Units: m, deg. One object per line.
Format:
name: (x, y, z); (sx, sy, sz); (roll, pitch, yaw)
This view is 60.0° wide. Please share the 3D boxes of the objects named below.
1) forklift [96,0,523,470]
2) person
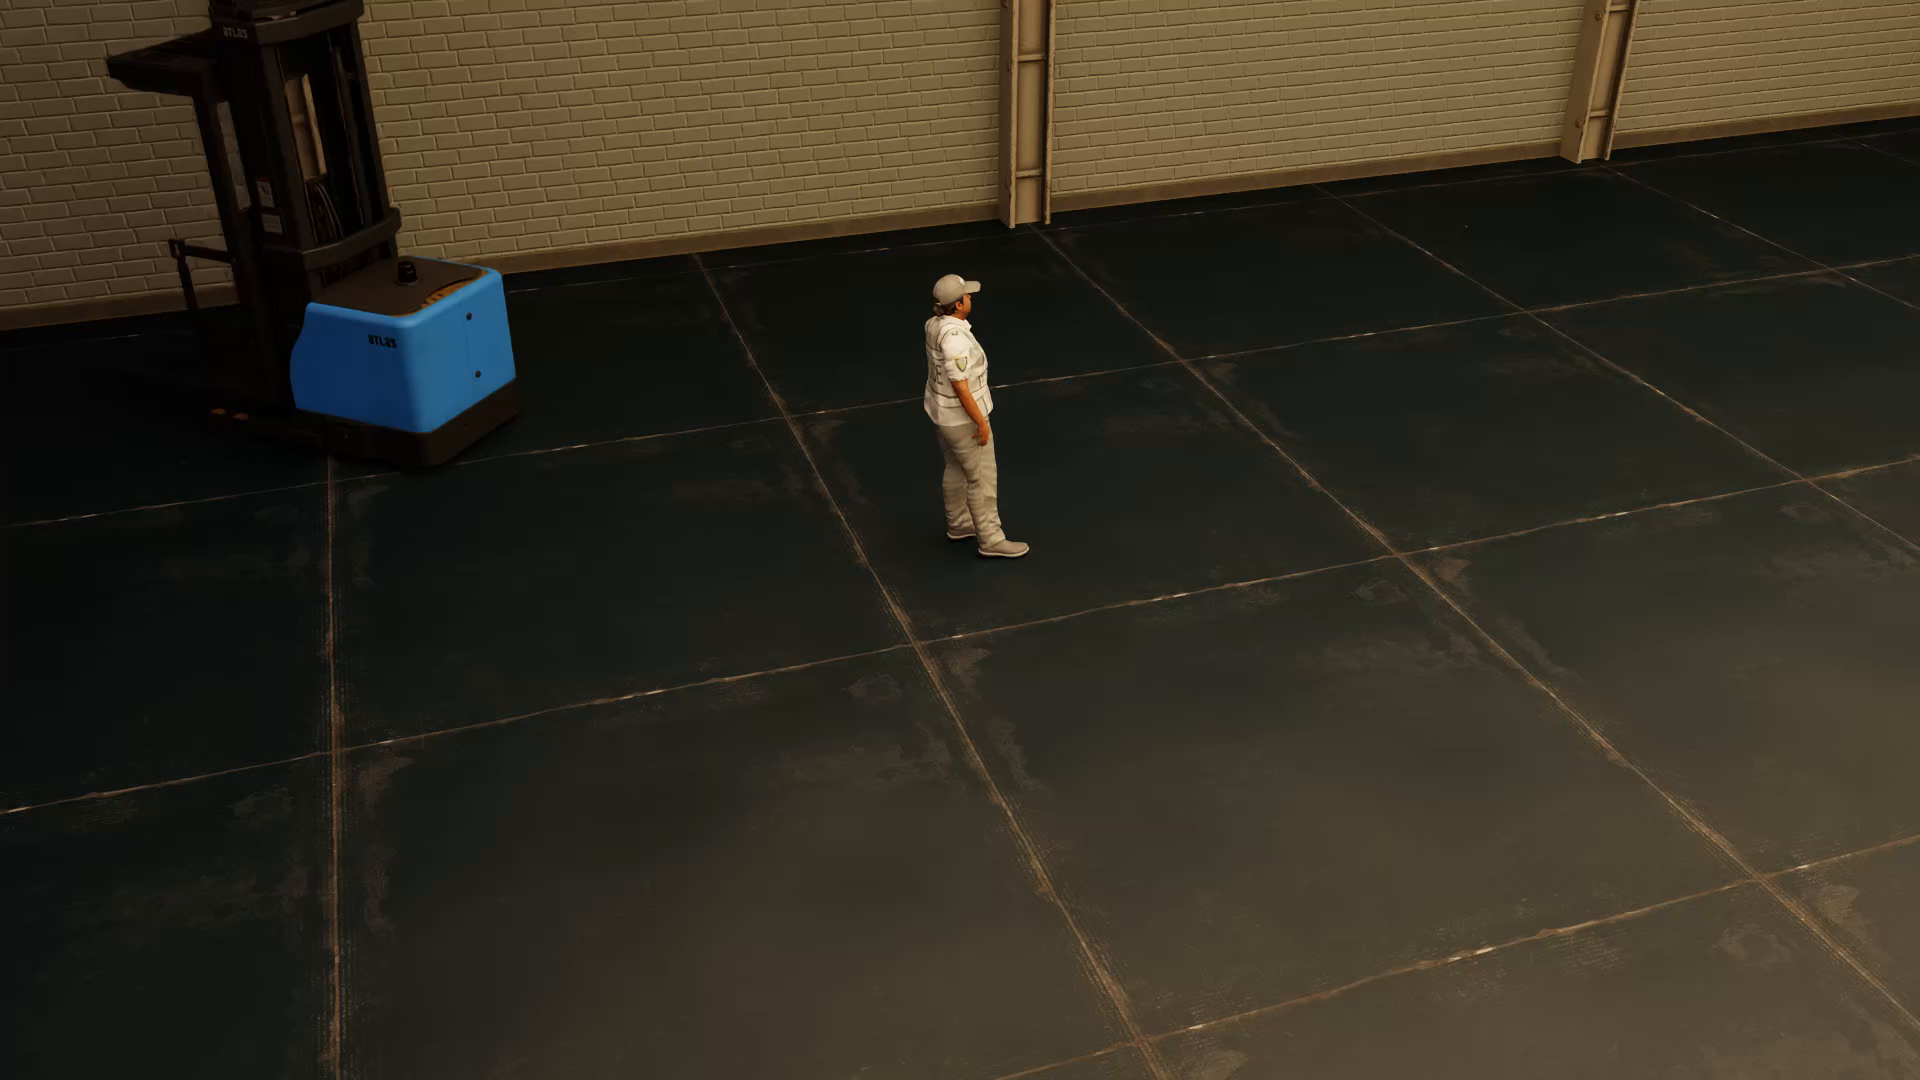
forklift: (-4.579, -2.188, 10.890); (3.031, 2.935, 1.130); (12, 32, 19)
person: (0.080, -0.726, 9.612); (0.529, 1.659, 0.599); (-10, 31, -16)
